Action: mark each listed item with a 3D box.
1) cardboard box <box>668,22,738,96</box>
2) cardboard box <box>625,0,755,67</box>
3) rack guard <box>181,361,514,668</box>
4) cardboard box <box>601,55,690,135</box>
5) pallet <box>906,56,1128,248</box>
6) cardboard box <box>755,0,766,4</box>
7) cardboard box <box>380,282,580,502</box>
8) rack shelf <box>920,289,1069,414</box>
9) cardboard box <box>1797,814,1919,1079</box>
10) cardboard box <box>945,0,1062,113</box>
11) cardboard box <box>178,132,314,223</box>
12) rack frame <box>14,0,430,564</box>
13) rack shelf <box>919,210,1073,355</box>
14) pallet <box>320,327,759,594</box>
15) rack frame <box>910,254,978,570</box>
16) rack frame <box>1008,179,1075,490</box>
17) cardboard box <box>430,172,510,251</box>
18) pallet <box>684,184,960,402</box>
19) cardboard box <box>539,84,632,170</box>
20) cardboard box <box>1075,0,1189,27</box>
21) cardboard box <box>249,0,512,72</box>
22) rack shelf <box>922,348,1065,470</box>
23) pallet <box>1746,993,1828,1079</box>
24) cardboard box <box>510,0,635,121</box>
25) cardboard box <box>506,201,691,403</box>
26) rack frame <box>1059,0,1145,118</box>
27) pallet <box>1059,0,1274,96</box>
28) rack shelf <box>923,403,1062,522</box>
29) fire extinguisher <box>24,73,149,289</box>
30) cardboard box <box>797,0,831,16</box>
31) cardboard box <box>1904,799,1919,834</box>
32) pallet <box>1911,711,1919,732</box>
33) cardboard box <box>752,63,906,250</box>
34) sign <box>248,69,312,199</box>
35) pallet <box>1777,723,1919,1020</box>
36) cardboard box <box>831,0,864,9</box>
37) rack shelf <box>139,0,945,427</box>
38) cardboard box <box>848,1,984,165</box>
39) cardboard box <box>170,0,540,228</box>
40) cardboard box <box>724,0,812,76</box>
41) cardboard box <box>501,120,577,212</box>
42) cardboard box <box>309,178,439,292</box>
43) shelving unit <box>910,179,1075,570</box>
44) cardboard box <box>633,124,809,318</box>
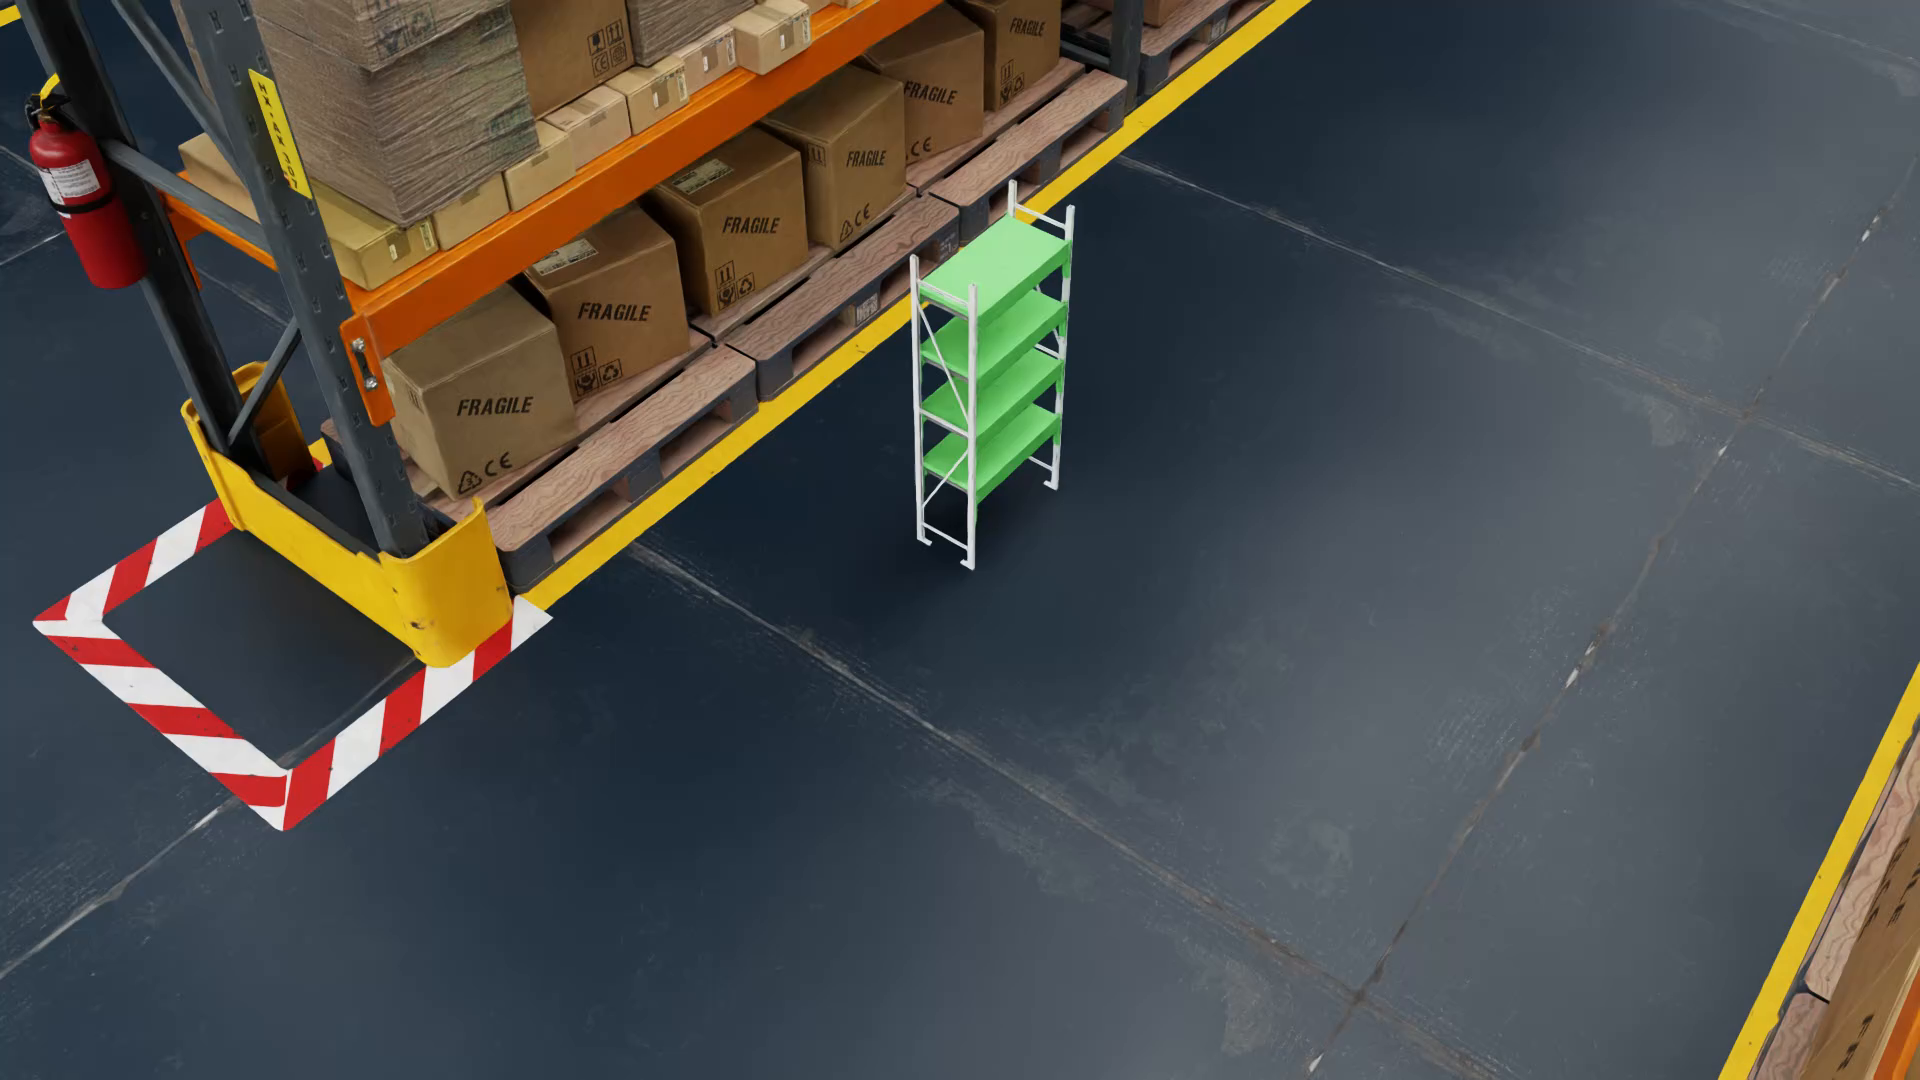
[{"bbox_3d":[-0.947,-1.606,5.384,0.380,0.149,0.250,29,53,25],"label":"cardboard box"},{"bbox_3d":[-1.160,-1.963,5.276,0.875,0.500,0.500,29,53,25],"label":"cardboard box"},{"bbox_3d":[-2.023,-0.097,5.497,1.175,0.500,0.348,29,53,25],"label":"rack guard"},{"bbox_3d":[-1.079,-1.451,5.236,0.380,0.149,0.250,29,53,25],"label":"cardboard box"},{"bbox_3d":[-0.006,-1.843,7.365,1.003,0.211,1.213,29,53,25],"label":"pallet"},{"bbox_3d":[-0.845,-2.244,5.545,0.875,0.500,0.500,29,53,25],"label":"cardboard box"},{"bbox_3d":[-1.674,-0.549,5.638,0.500,0.500,0.500,-33,54,-27],"label":"cardboard box"},{"bbox_3d":[0.101,-0.631,5.279,0.258,0.148,0.480,29,53,25],"label":"rack shelf"},{"bbox_3d":[2.693,1.001,3.899,0.875,0.875,0.875,28,53,24],"label":"cardboard box"},{"bbox_3d":[0.100,-2.277,7.289,0.500,0.500,0.500,28,52,24],"label":"cardboard box"},{"bbox_3d":[-2.058,-1.085,4.886,0.380,0.149,0.250,29,53,25],"label":"cardboard box"},{"bbox_3d":[-2.069,-0.917,4.552,1.000,3.000,0.127,29,53,25],"label":"rack frame"},{"bbox_3d":[0.101,-0.797,5.106,0.258,0.148,0.480,29,53,25],"label":"rack shelf"},{"bbox_3d":[-1.498,-0.447,6.031,1.003,0.211,1.213,29,53,25],"label":"pallet"},{"bbox_3d":[-0.048,-0.370,5.273,0.240,1.200,0.015,29,53,25],"label":"rack frame"},{"bbox_3d":[0.250,-0.649,5.540,0.240,1.200,0.015,29,53,25],"label":"rack frame"},{"bbox_3d":[-1.538,-1.023,4.826,0.380,0.149,0.250,29,53,25],"label":"cardboard box"},{"bbox_3d":[-0.752,-1.142,6.695,1.003,0.211,1.213,29,53,25],"label":"pallet"},{"bbox_3d":[-1.237,-1.311,5.102,0.380,0.149,0.250,29,53,25],"label":"cardboard box"},{"bbox_3d":[0.769,-2.836,7.810,0.700,0.500,0.500,25,51,22],"label":"cardboard box"},{"bbox_3d":[-1.517,-1.594,4.232,0.500,0.500,0.500,29,53,25],"label":"cardboard box"},{"bbox_3d":[0.101,-0.465,5.453,0.258,0.148,0.480,29,53,25],"label":"rack shelf"},{"bbox_3d":[2.221,1.804,3.880,1.003,0.211,1.213,29,53,25],"label":"pallet"},{"bbox_3d":[-1.500,-1.696,5.021,0.875,0.500,0.500,29,53,25],"label":"cardboard box"},{"bbox_3d":[-1.336,-0.906,5.979,0.500,0.500,0.500,-29,53,-25],"label":"cardboard box"},{"bbox_3d":[0.377,-3.206,6.738,1.000,3.000,0.127,29,53,25],"label":"rack frame"},{"bbox_3d":[0.851,-2.689,8.173,1.003,0.211,1.213,29,53,25],"label":"pallet"},{"bbox_3d":[0.101,-0.299,5.626,0.258,0.148,0.480,29,53,25],"label":"rack shelf"},{"bbox_3d":[-2.504,-1.029,4.712,0.296,0.674,0.183,29,53,25],"label":"fire extinguisher"},{"bbox_3d":[-0.664,-1.905,5.669,0.380,0.149,0.250,29,53,25],"label":"cardboard box"},{"bbox_3d":[3.252,0.480,4.396,0.875,0.875,0.875,30,53,25],"label":"cardboard box"},{"bbox_3d":[3.713,0.408,5.214,1.003,0.211,1.213,29,53,25],"label":"pallet"},{"bbox_3d":[-0.561,-1.555,6.600,0.500,0.500,0.500,25,51,22],"label":"cardboard box"},{"bbox_3d":[-1.640,-0.977,4.010,0.100,0.325,0.005,29,53,25],"label":"sign"},{"bbox_3d":[2.967,1.109,4.544,1.003,0.211,1.213,29,53,25],"label":"pallet"},{"bbox_3d":[-0.451,-2.015,5.774,0.380,0.149,0.250,29,53,25],"label":"cardboard box"},{"bbox_3d":[-0.846,-1.813,5.905,1.077,0.370,4.000,29,53,25],"label":"rack shelf"},{"bbox_3d":[-0.244,-1.945,6.972,0.500,0.500,0.500,-26,52,-23],"label":"cardboard box"},{"bbox_3d":[-1.711,-1.357,4.697,0.875,0.500,0.500,29,53,25],"label":"cardboard box"},{"bbox_3d":[-0.712,-1.704,5.477,0.380,0.149,0.250,29,53,25],"label":"cardboard box"},{"bbox_3d":[-1.373,-1.159,4.957,0.380,0.149,0.250,29,53,25],"label":"cardboard box"},{"bbox_3d":[-1.706,-0.888,4.698,0.380,0.149,0.250,29,53,25],"label":"cardboard box"},{"bbox_3d":[0.101,-0.509,5.407,0.258,1.200,0.503,29,53,25],"label":"shelving unit"},{"bbox_3d":[-0.938,-1.256,6.314,0.500,0.500,0.500,34,55,28],"label":"cardboard box"}]
